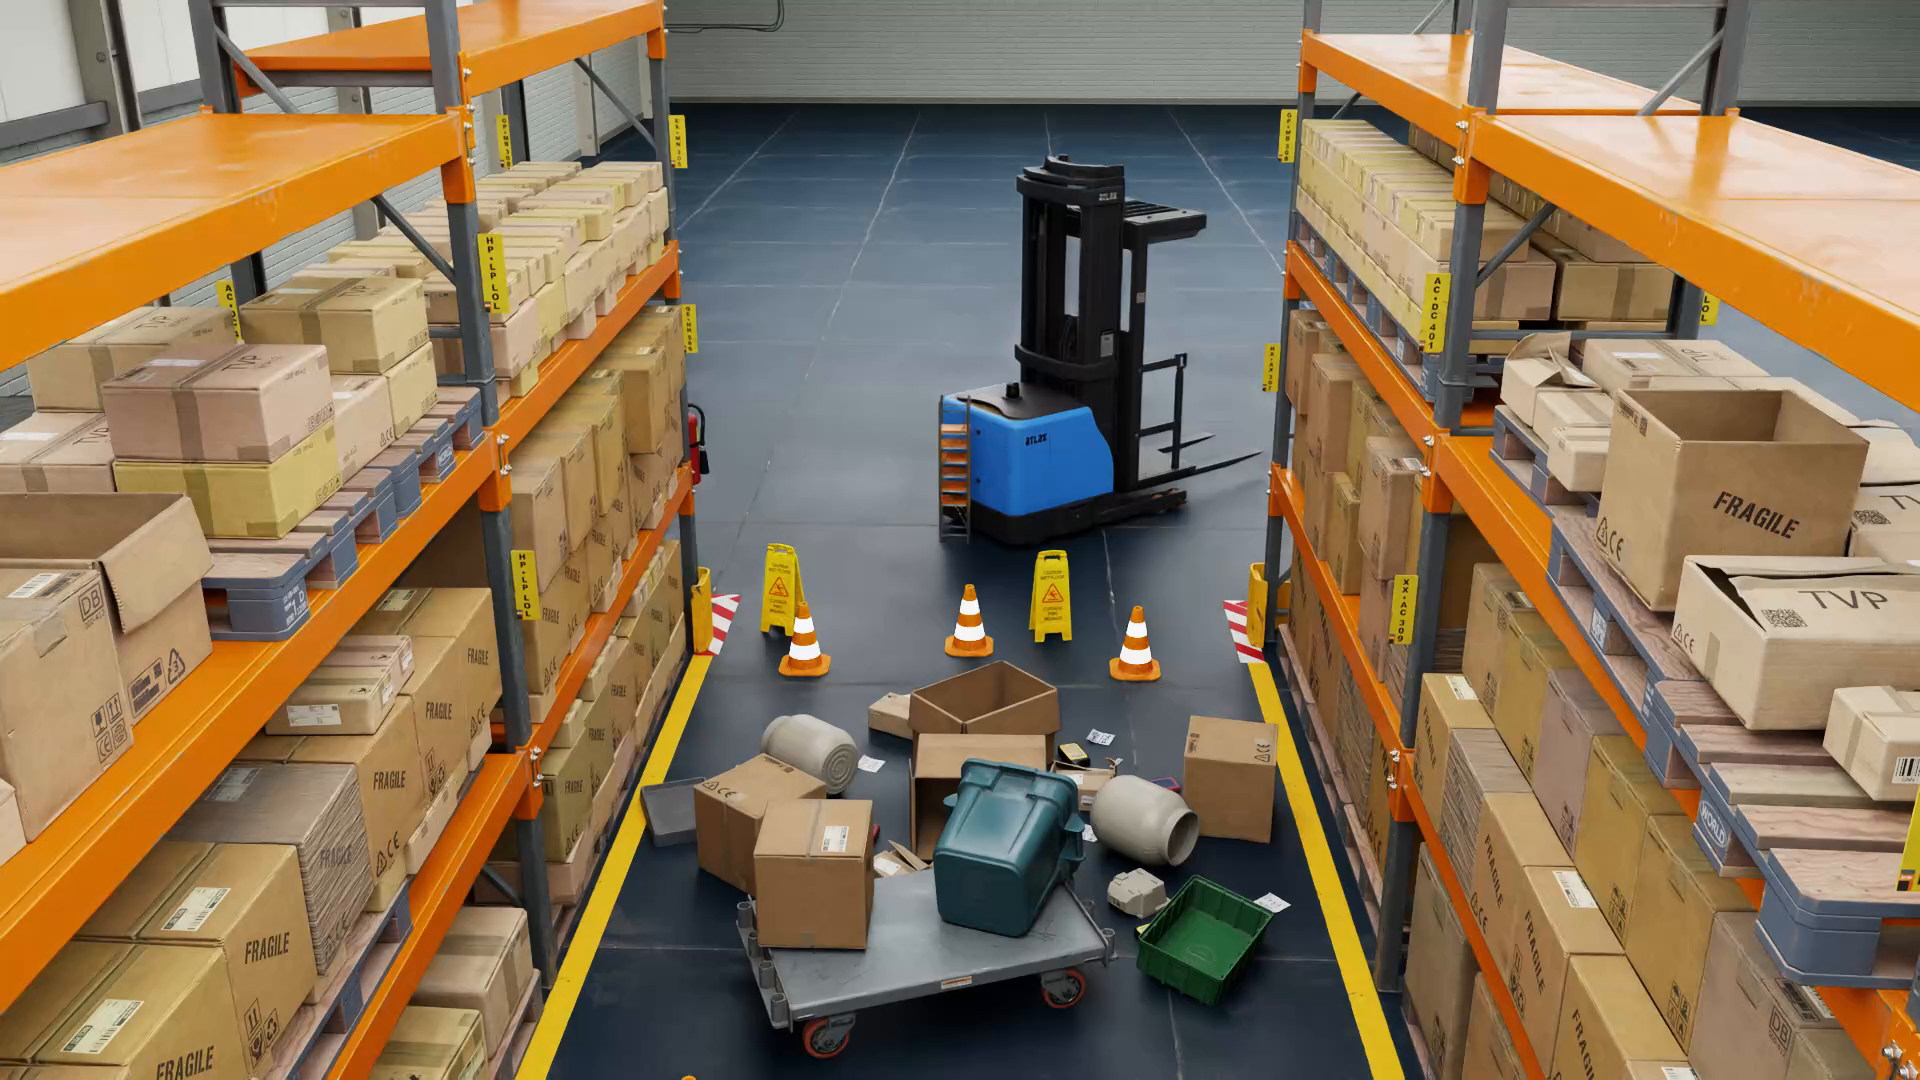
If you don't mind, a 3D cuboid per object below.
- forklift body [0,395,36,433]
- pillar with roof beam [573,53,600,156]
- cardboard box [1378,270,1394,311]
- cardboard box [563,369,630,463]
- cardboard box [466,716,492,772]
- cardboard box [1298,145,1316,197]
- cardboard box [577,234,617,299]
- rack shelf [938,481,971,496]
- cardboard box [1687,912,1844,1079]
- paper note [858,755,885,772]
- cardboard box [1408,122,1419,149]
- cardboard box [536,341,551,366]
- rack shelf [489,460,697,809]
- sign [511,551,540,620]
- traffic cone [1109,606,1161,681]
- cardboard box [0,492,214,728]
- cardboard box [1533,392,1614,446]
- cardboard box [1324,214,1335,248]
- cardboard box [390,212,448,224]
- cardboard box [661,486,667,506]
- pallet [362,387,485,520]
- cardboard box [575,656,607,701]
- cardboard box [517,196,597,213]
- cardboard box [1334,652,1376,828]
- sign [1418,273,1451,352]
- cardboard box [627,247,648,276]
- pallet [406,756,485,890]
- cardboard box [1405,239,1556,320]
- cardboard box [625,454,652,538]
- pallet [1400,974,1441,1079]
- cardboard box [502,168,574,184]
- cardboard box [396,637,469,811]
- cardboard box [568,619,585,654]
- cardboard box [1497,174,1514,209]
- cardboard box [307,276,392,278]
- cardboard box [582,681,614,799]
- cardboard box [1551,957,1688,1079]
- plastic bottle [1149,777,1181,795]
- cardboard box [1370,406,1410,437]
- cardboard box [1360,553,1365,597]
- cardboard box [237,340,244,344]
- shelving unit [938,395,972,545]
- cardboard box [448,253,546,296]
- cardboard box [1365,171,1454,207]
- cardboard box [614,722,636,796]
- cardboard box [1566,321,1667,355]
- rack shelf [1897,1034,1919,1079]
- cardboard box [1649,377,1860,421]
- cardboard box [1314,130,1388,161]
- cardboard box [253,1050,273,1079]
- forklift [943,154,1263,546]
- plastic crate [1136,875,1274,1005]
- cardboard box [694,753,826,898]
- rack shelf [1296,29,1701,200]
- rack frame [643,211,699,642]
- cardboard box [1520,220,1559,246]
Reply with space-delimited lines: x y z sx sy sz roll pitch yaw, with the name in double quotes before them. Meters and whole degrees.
"forklift body" -5.527 0.336 9.689 2.313 2.155 1.214 1 21 2
"pillar with roof beam" -3.182 -11.951 31.889 9.100 9.000 0.400 1 21 2
"cardboard box" 2.211 -1.184 7.915 0.380 0.149 0.250 1 21 2
"cardboard box" -2.219 -0.629 9.072 0.700 0.500 0.500 1 21 1
"cardboard box" -2.193 0.845 6.972 0.380 0.149 0.250 1 21 2
"cardboard box" 2.348 -2.232 10.065 0.500 0.250 0.500 1 21 2
"cardboard box" -2.119 -1.439 8.741 0.500 0.250 0.500 1 21 2
"rack shelf" -0.042 -0.402 13.361 0.258 0.103 0.180 1 21 3
"cardboard box" 2.413 1.341 4.407 0.700 0.500 0.500 0 21 1
"paper note" -0.547 1.347 10.032 0.148 0.019 0.142 8 23 20
"cardboard box" 2.948 -2.464 10.112 0.380 0.149 0.250 1 21 2
"cardboard box" -2.191 -0.932 7.985 0.380 0.149 0.250 1 21 3
"rack shelf" -2.393 0.346 9.484 1.077 0.370 4.000 1 21 2
"sign" -1.899 0.199 7.268 0.100 0.325 0.005 1 21 2
"traffic cone" 1.184 0.665 11.176 0.336 0.463 0.334 1 21 2
"cardboard box" -2.557 0.182 4.624 0.797 0.503 0.637 1 21 2
"cardboard box" 2.218 -0.399 5.893 0.250 0.149 0.380 1 21 2
"cardboard box" 2.258 -1.732 9.329 0.380 0.149 0.250 1 21 2
"cardboard box" -2.710 -1.597 8.598 0.380 0.149 0.250 1 21 2
"cardboard box" -2.055 -0.272 10.431 0.380 0.149 0.250 0 21 1
"pallet" -2.579 -0.355 6.409 1.213 0.211 1.003 1 21 2
"cardboard box" -2.088 0.728 8.794 0.380 0.149 0.250 1 21 4
"cardboard box" -2.191 -1.780 9.069 0.380 0.149 0.250 0 21 0
"cardboard box" 2.610 0.994 9.176 0.875 0.875 0.875 1 21 2
"sign" 1.943 -0.930 6.808 0.100 0.325 0.005 1 21 2
"cardboard box" -2.080 -1.675 9.900 0.380 0.149 0.250 1 21 3
"pallet" -2.622 1.098 6.817 1.003 0.211 1.213 1 21 2
"cardboard box" 2.256 -1.138 7.246 0.500 0.250 0.500 0 21 1
"cardboard box" -2.111 -0.336 9.699 0.500 0.500 0.500 1 21 1
"pallet" 2.549 2.332 7.227 1.003 0.211 1.213 1 21 2
"cardboard box" -2.538 -2.148 10.015 0.380 0.149 0.250 1 21 1
"cardboard box" -2.252 0.702 6.443 0.500 0.500 0.500 1 21 2
"cardboard box" -2.147 0.464 8.535 0.380 0.149 0.250 1 21 3
"cardboard box" 2.886 -1.731 8.224 0.380 0.149 0.250 1 21 2
"cardboard box" -2.662 -1.036 7.150 0.380 0.149 0.250 1 21 3
"cardboard box" -2.161 1.067 8.817 0.500 0.500 0.500 1 21 4
"cardboard box" 2.153 1.625 5.056 0.500 0.500 0.500 0 21 1
"plastic bottle" 1.130 1.455 9.694 0.283 0.061 0.133 -7 22 -17
"cardboard box" 2.597 -0.348 8.579 0.875 0.550 0.550 1 21 2
"cardboard box" 2.625 0.156 8.774 0.875 0.550 0.550 1 21 2
"cardboard box" -2.872 -0.583 6.365 0.500 0.250 0.500 0 21 0
"shelving unit" -0.042 -0.555 13.301 0.258 1.200 0.189 1 21 3
"cardboard box" -2.122 -1.219 7.622 0.380 0.149 0.250 0 21 0
"cardboard box" 2.229 -1.735 8.234 0.380 0.149 0.250 0 21 1
"cardboard box" -2.147 1.225 9.446 0.500 0.250 0.500 0 21 1
"cardboard box" 2.848 -0.899 7.182 0.380 0.149 0.250 0 21 1
"rack shelf" 2.315 1.858 1.440 1.077 0.370 4.000 1 21 2
"cardboard box" 2.680 -0.370 5.677 0.500 0.250 0.500 0 21 1
"cardboard box" 2.275 -2.289 9.662 0.380 0.149 0.250 0 21 1
"cardboard box" -2.324 1.599 5.028 0.380 0.149 0.250 2 21 5
"forklift" 1.317 -1.724 13.921 3.031 2.935 1.130 -15 26 -34
"plastic crate" 1.193 1.959 8.141 0.450 0.188 0.662 23 29 25
"cardboard box" -1.061 1.526 8.902 0.500 0.500 0.500 18 27 38
"rack shelf" 2.558 -2.246 8.425 1.077 0.370 4.000 1 21 2
"rack frame" -2.332 -0.712 11.217 1.000 3.000 0.127 1 21 2
"cardboard box" 2.806 -1.314 7.698 0.500 0.250 0.500 0 21 1
